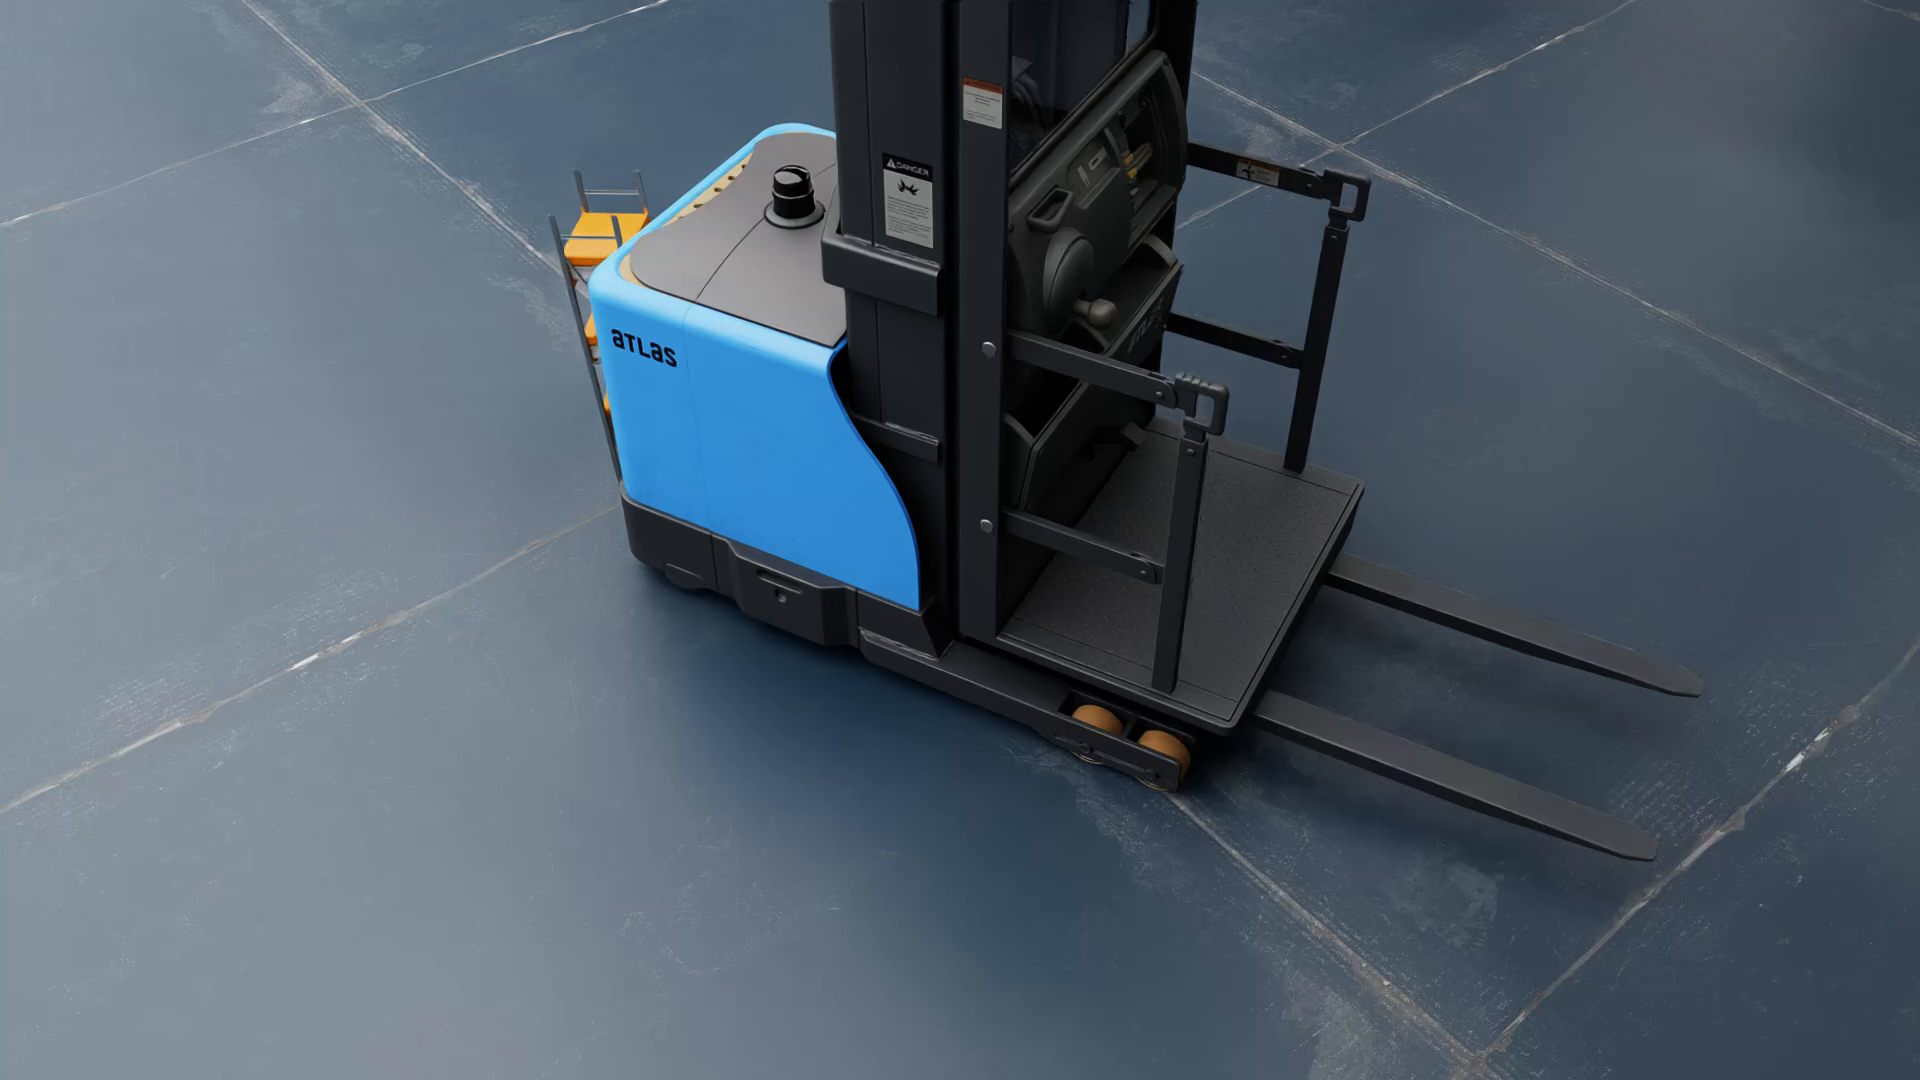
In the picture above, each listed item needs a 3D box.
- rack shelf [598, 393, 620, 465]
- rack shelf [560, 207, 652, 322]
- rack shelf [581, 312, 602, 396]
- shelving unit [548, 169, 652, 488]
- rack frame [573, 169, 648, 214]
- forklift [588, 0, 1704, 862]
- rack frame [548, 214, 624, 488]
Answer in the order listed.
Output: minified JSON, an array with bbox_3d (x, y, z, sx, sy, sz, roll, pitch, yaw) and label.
[{"bbox_3d":[-1.001,-0.400,5.321,0.215,0.259,0.240,2,43,7],"label":"rack shelf"},{"bbox_3d":[-1.034,-0.812,4.941,0.215,0.259,0.240,2,43,7],"label":"rack shelf"},{"bbox_3d":[-1.017,-0.604,5.133,0.215,0.259,0.240,2,43,7],"label":"rack shelf"},{"bbox_3d":[-1.018,-0.612,5.126,0.215,1.050,0.252,2,43,7],"label":"shelving unit"},{"bbox_3d":[-1.003,-0.695,5.214,0.200,1.050,0.008,2,43,7],"label":"rack frame"},{"bbox_3d":[0.528,-0.807,3.968,3.031,2.935,1.130,20,47,20],"label":"forklift"},{"bbox_3d":[-1.032,-0.529,5.037,0.200,1.050,0.008,2,43,7],"label":"rack frame"}]
